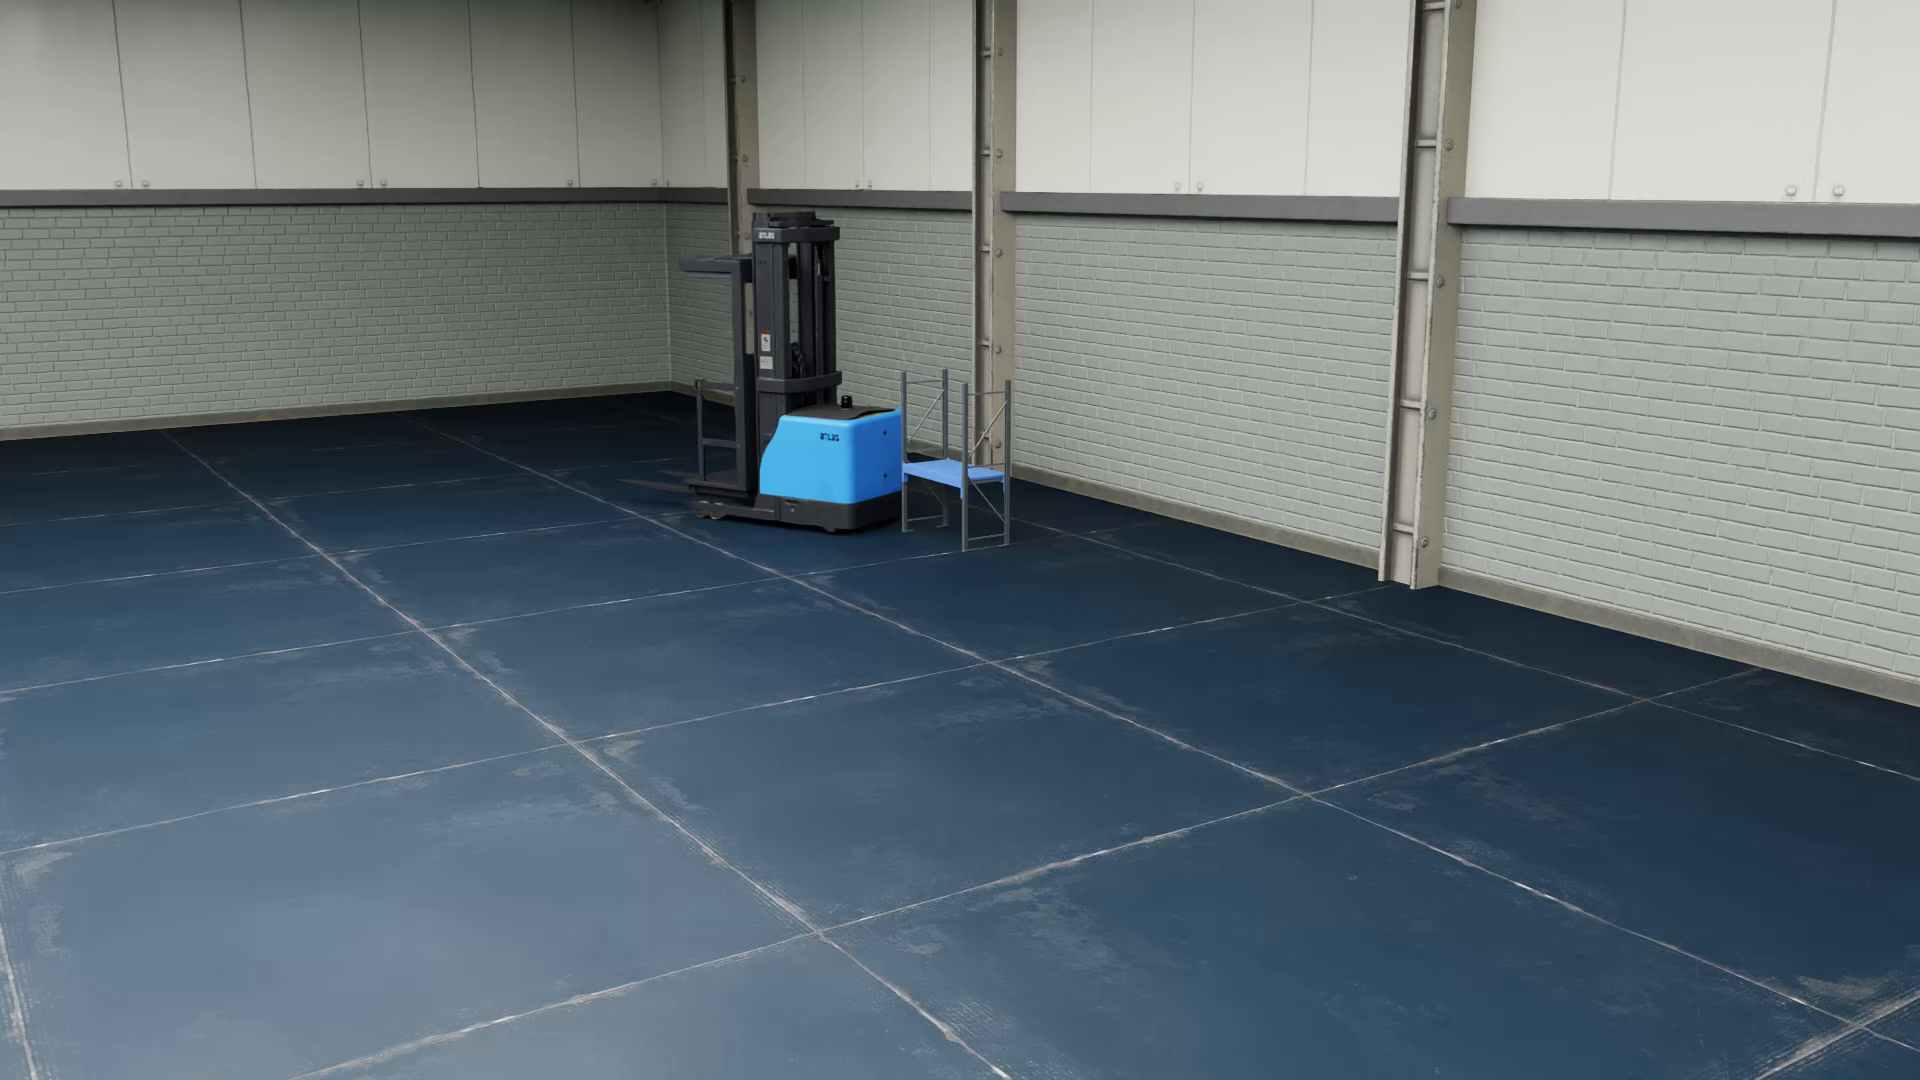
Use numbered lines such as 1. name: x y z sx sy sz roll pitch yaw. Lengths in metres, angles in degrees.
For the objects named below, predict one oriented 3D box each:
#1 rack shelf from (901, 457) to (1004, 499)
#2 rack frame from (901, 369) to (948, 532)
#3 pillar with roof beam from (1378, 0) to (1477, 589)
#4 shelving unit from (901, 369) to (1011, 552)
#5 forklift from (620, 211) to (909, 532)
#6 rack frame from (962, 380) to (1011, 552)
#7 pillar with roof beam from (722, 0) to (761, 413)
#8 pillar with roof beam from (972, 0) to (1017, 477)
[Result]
1. rack shelf: -0.047 -0.572 15.198 0.538 0.185 1.000 -8 15 -33
2. rack frame: -0.329 -0.838 15.573 0.500 1.500 0.032 -8 15 -33
3. pillar with roof beam: 0.105 -3.540 10.374 9.100 9.000 0.400 -8 15 -33
4. shelving unit: -0.047 -0.748 15.159 0.538 1.500 1.048 -8 15 -33
5. forklift: -2.019 -1.715 16.230 3.031 2.935 1.130 8 14 31
6. rack frame: 0.234 -0.657 14.746 0.500 1.500 0.032 -8 15 -33
7. pillar with roof beam: -6.543 -5.674 20.133 9.100 9.000 0.400 -8 15 -33
8. pillar with roof beam: -3.219 -4.607 15.254 9.100 9.000 0.400 -8 15 -33
